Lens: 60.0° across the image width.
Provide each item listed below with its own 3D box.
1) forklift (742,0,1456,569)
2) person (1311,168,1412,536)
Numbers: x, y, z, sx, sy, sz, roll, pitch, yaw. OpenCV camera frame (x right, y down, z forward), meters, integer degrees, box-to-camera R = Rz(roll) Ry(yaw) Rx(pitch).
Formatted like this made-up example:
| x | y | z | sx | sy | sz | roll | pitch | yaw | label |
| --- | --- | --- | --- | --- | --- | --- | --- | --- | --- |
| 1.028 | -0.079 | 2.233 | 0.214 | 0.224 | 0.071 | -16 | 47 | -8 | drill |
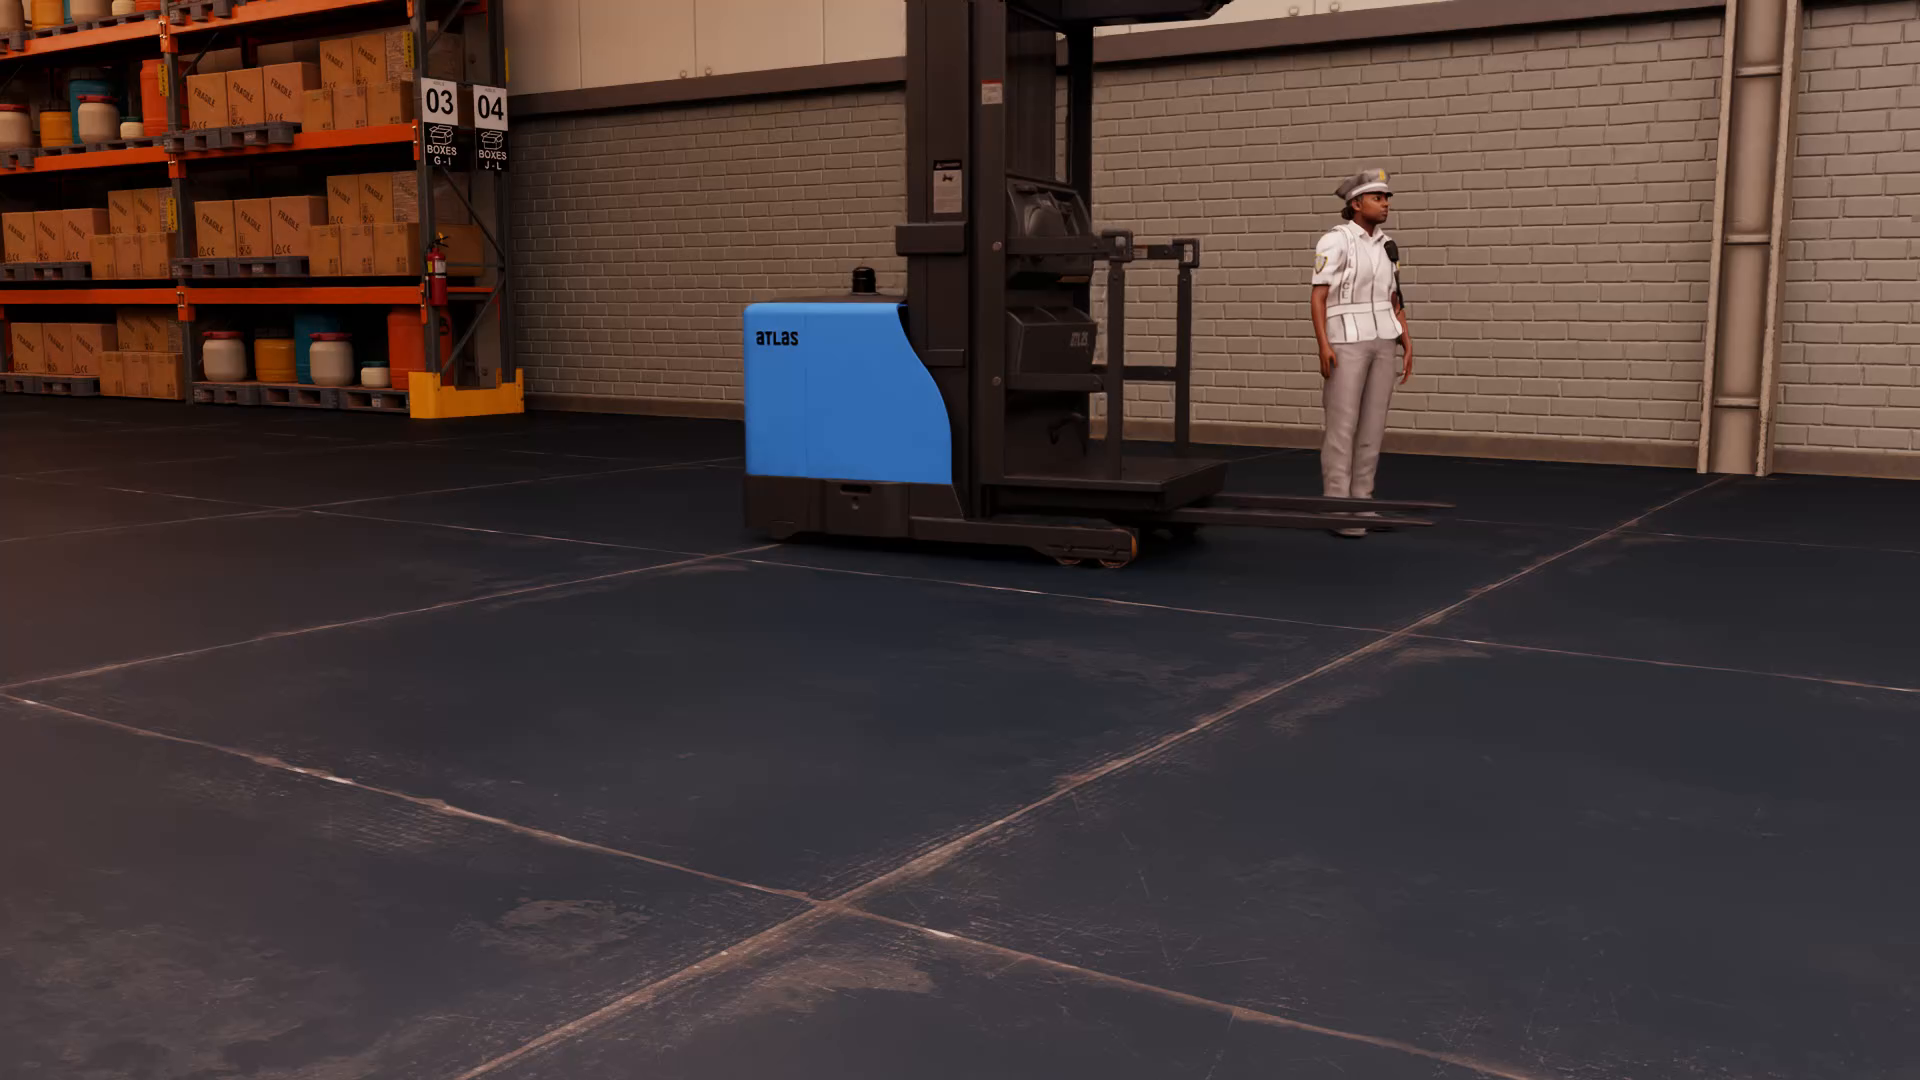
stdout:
| x | y | z | sx | sy | sz | roll | pitch | yaw | label |
| --- | --- | --- | --- | --- | --- | --- | --- | --- | --- |
| 0.580 | -1.418 | 7.168 | 3.031 | 2.935 | 1.130 | 4 | 9 | 23 | forklift |
| 1.934 | -0.894 | 7.848 | 0.554 | 1.692 | 0.527 | -4 | 9 | -25 | person |
